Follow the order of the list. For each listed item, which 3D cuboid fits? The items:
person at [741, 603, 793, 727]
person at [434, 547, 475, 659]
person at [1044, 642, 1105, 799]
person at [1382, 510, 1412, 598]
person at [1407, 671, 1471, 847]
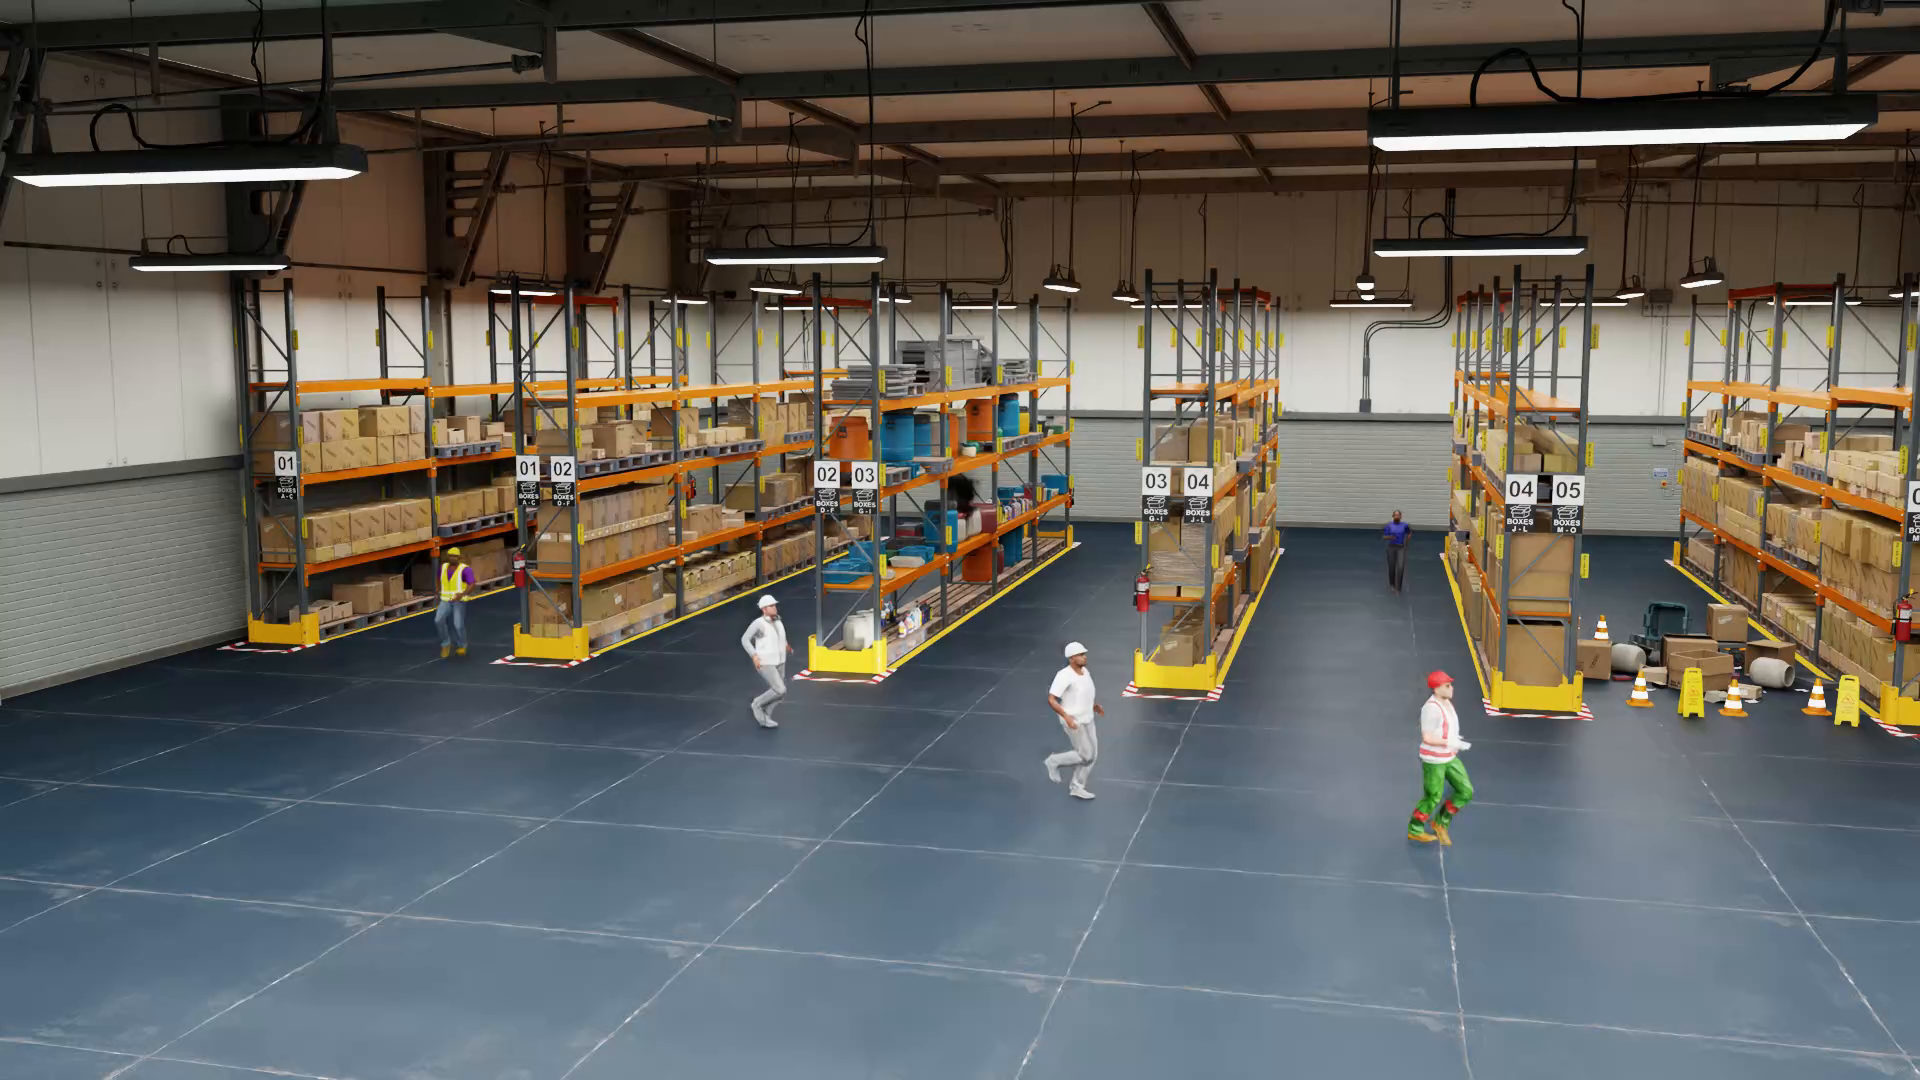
[{"bbox_3d":[-2.411,1.599,21.447,0.575,1.675,0.645,5,8,34],"label":"person"},{"bbox_3d":[-8.028,0.992,26.348,0.714,1.767,0.674,1,7,6],"label":"person"},{"bbox_3d":[1.250,1.971,18.268,0.589,1.721,0.702,5,8,35],"label":"person"},{"bbox_3d":[8.596,0.257,32.761,0.560,1.713,0.728,2,7,15],"label":"person"},{"bbox_3d":[4.751,2.169,16.361,0.692,1.784,0.628,6,9,42],"label":"person"}]
